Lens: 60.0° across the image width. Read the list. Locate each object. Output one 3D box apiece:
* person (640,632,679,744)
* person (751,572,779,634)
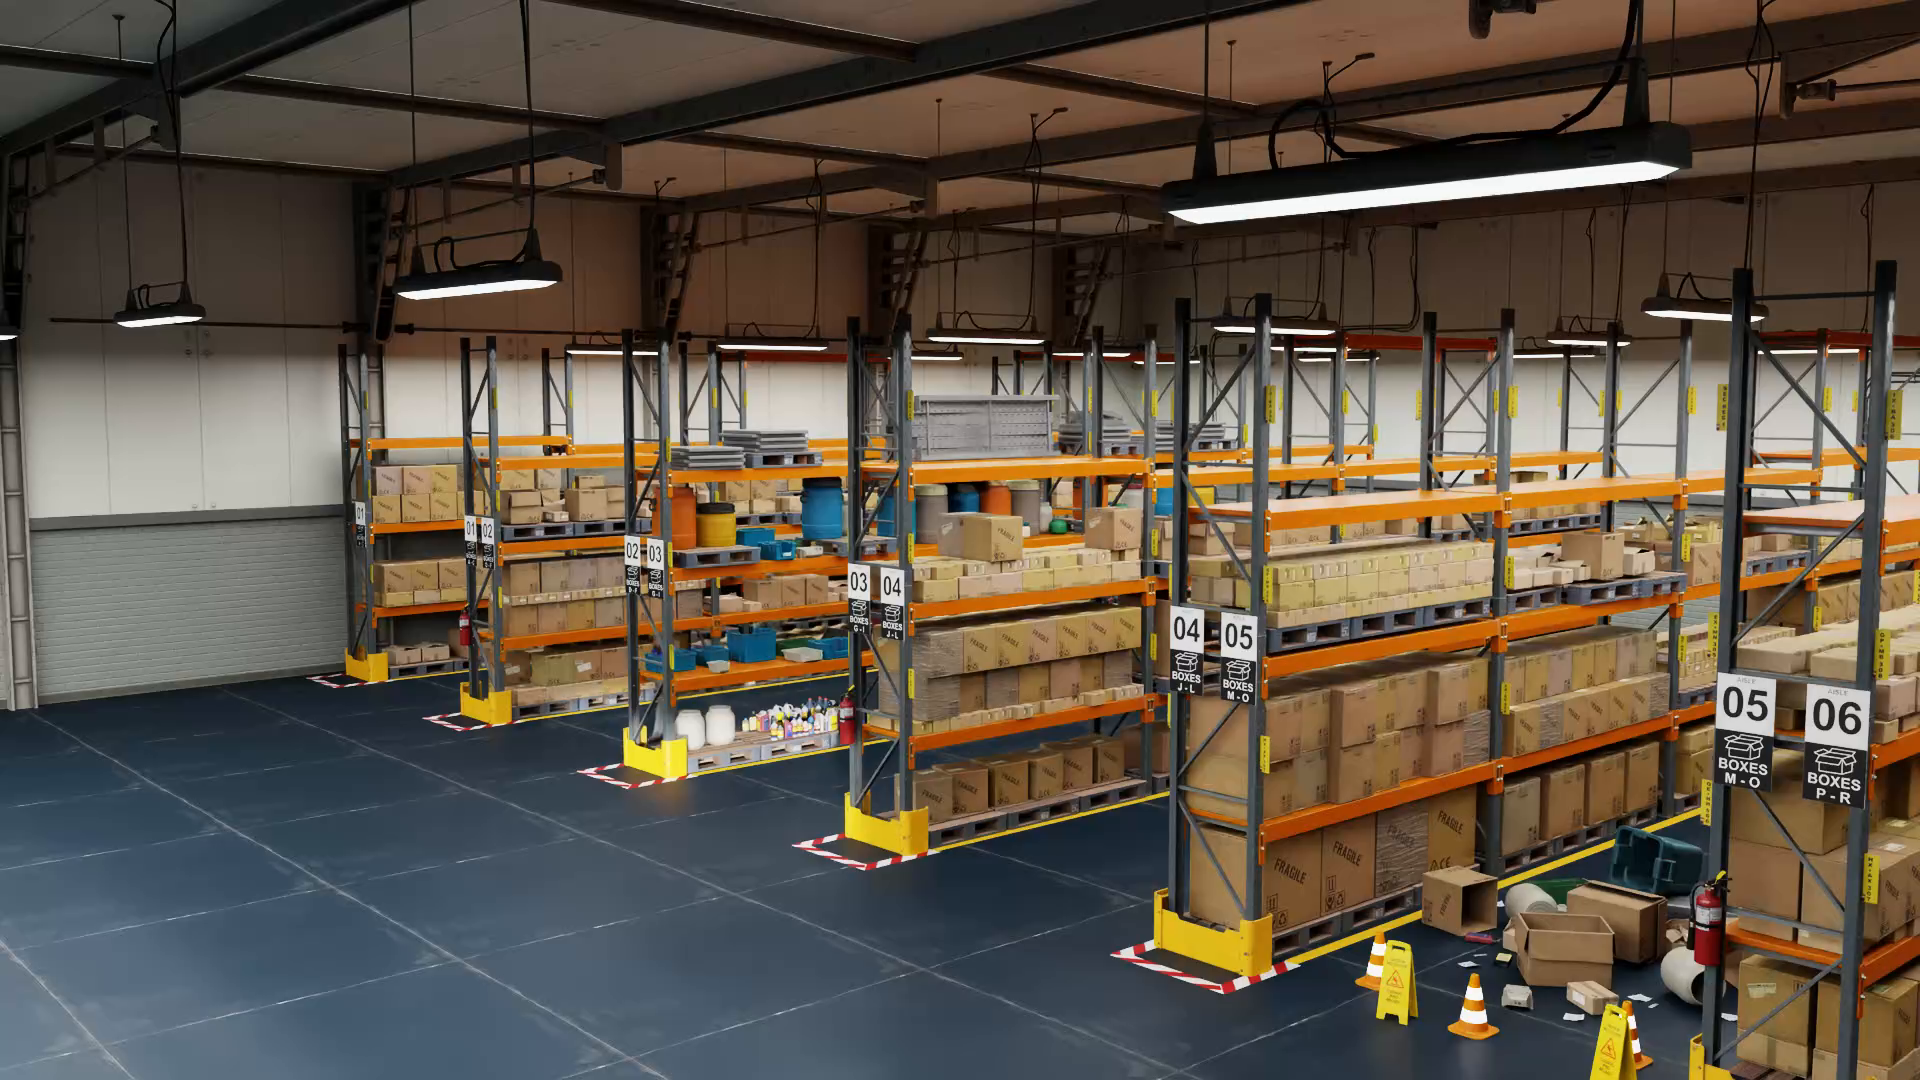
[{"bbox_3d":[-4.319,2.140,24.445,0.555,1.617,0.935,4,6,36],"label":"person"},{"bbox_3d":[-3.685,1.452,31.712,0.657,1.820,0.734,5,7,42],"label":"person"}]
